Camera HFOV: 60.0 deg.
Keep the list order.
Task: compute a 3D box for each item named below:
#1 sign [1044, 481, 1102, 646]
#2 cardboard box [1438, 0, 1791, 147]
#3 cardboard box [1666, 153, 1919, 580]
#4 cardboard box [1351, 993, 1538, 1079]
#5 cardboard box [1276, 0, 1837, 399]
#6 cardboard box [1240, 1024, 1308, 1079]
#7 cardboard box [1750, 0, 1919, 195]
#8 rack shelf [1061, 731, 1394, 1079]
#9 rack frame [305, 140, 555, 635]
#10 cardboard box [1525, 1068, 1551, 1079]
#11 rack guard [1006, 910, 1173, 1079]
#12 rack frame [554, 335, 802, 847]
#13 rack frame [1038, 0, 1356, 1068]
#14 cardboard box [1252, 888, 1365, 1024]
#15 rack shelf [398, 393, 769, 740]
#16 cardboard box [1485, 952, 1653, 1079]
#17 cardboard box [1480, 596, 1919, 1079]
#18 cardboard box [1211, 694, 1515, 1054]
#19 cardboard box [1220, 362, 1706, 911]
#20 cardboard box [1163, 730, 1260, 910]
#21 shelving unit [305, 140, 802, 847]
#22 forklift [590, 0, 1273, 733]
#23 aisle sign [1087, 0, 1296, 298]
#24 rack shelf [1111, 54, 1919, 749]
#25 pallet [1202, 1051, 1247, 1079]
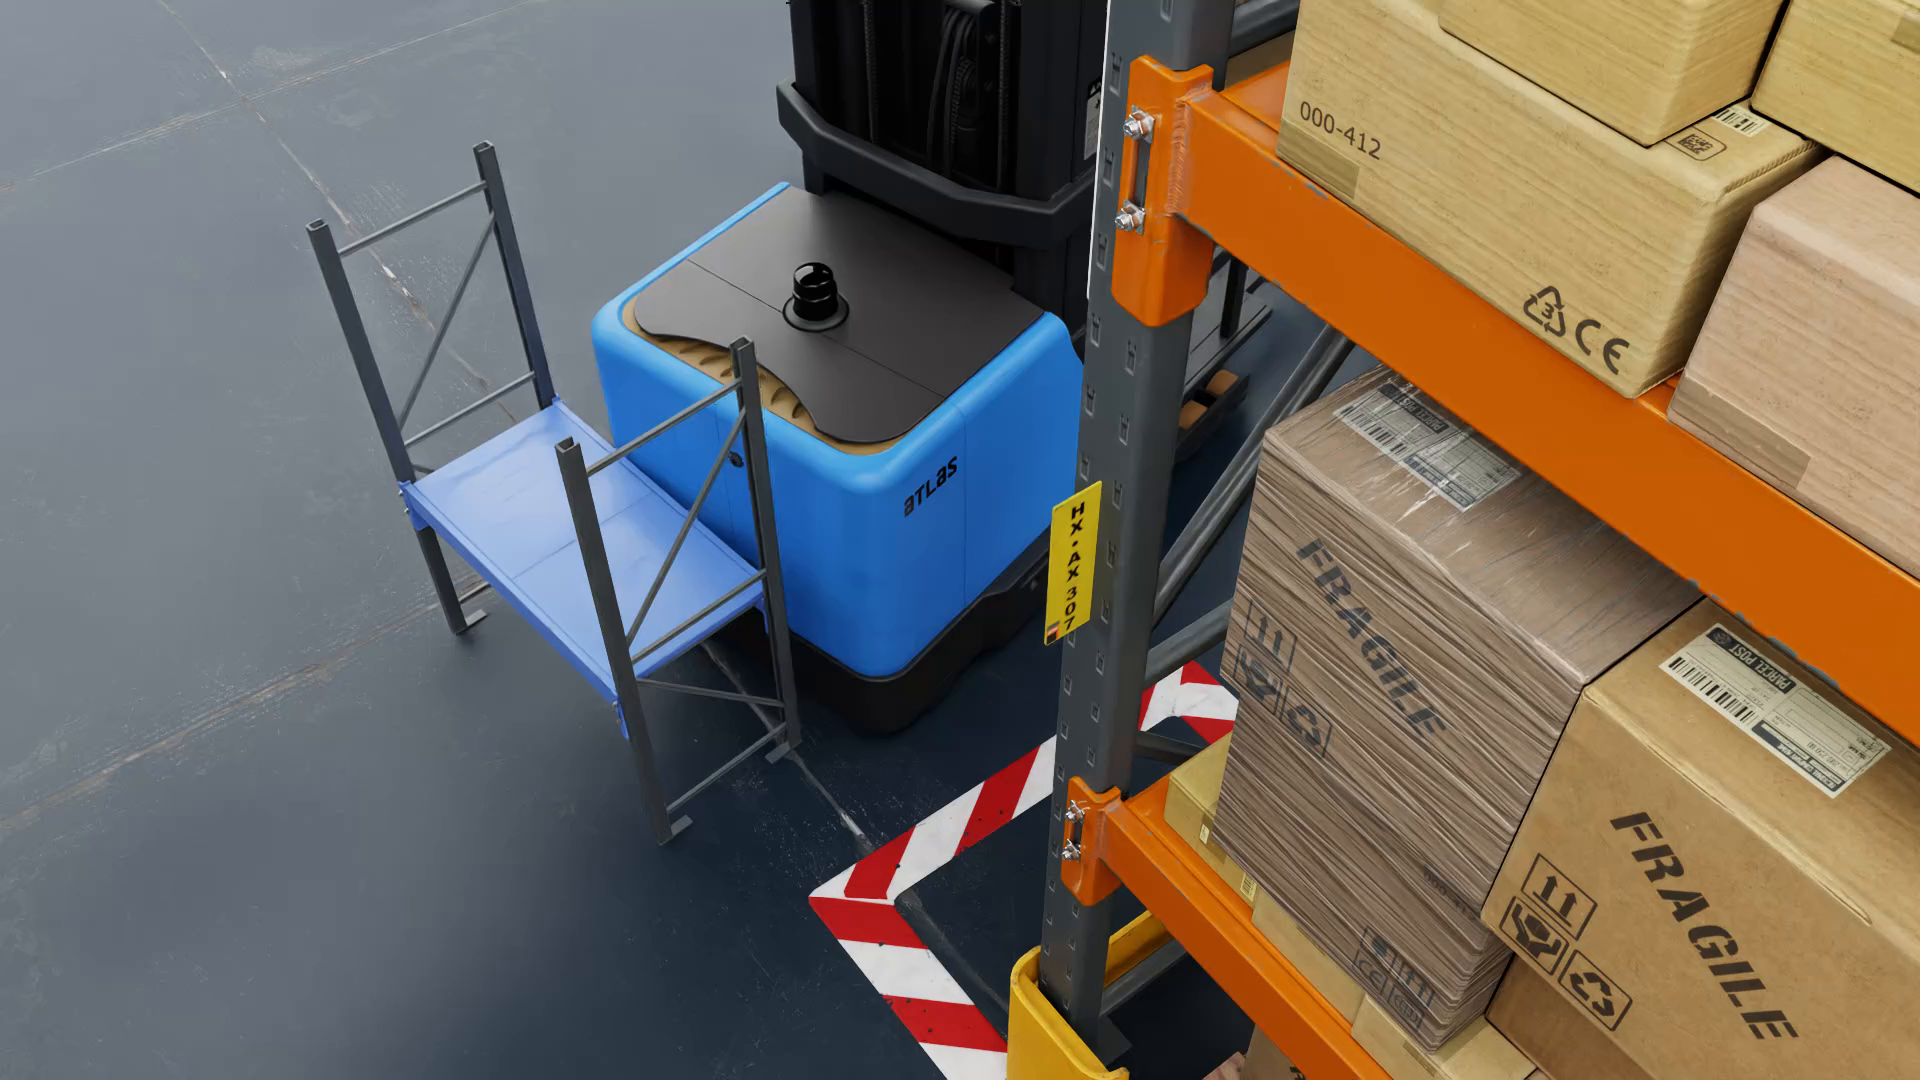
[{"bbox_3d":[0.178,0.040,2.605,0.100,0.325,0.005,-29,54,-24],"label":"sign"},{"bbox_3d":[0.673,-0.541,1.524,0.380,0.149,0.250,-28,54,-23],"label":"cardboard box"},{"bbox_3d":[1.013,-0.168,1.455,0.500,0.250,0.500,-31,55,-25],"label":"cardboard box"},{"bbox_3d":[0.868,0.757,2.709,0.380,0.149,0.250,-29,54,-24],"label":"cardboard box"},{"bbox_3d":[0.696,-0.470,1.728,0.500,0.250,0.500,-28,54,-23],"label":"cardboard box"},{"bbox_3d":[0.975,1.162,3.576,0.500,0.500,0.500,-20,51,-17],"label":"cardboard box"},{"bbox_3d":[0.924,-0.448,1.439,0.380,0.149,0.250,-30,55,-25],"label":"cardboard box"},{"bbox_3d":[1.821,1.508,2.344,1.077,0.370,4.000,-29,54,-24],"label":"rack shelf"},{"bbox_3d":[-1.343,-0.353,4.558,0.500,1.500,0.032,-35,57,-28],"label":"rack frame"},{"bbox_3d":[1.036,0.895,2.584,0.380,0.149,0.250,-29,54,-24],"label":"cardboard box"},{"bbox_3d":[0.656,0.972,4.032,1.175,0.500,0.348,-29,54,-24],"label":"rack guard"},{"bbox_3d":[-0.640,0.190,4.065,0.500,1.500,0.032,-35,57,-28],"label":"rack frame"},{"bbox_3d":[0.610,0.087,3.146,1.000,3.000,0.127,-29,54,-24],"label":"rack frame"},{"bbox_3d":[0.729,0.603,2.848,0.380,0.149,0.250,-29,54,-24],"label":"cardboard box"},{"bbox_3d":[-0.992,0.039,4.445,0.538,0.185,1.000,-35,57,-28],"label":"rack shelf"},{"bbox_3d":[1.319,0.531,2.475,0.875,0.500,0.500,-29,54,-24],"label":"cardboard box"},{"bbox_3d":[1.023,0.363,1.954,0.500,0.500,0.500,-29,54,-24],"label":"cardboard box"},{"bbox_3d":[0.921,0.290,2.694,0.875,0.500,0.500,-29,54,-24],"label":"cardboard box"},{"bbox_3d":[0.726,0.065,2.224,0.500,0.500,0.500,-29,54,-24],"label":"cardboard box"},{"bbox_3d":[0.593,0.447,2.990,0.380,0.149,0.250,-29,54,-24],"label":"cardboard box"},{"bbox_3d":[-0.992,-0.081,4.311,0.538,1.500,1.048,-35,57,-28],"label":"shelving unit"},{"bbox_3d":[0.316,-1.484,4.617,1.130,2.935,3.031,30,54,24],"label":"forklift"},{"bbox_3d":[0.334,-0.688,2.094,0.394,0.787,0.004,-29,54,-24],"label":"aisle sign"},{"bbox_3d":[1.821,0.501,1.232,1.077,0.370,4.000,-29,54,-24],"label":"rack shelf"},{"bbox_3d":[1.120,1.564,3.690,1.003,0.211,1.213,-29,54,-24],"label":"pallet"}]
